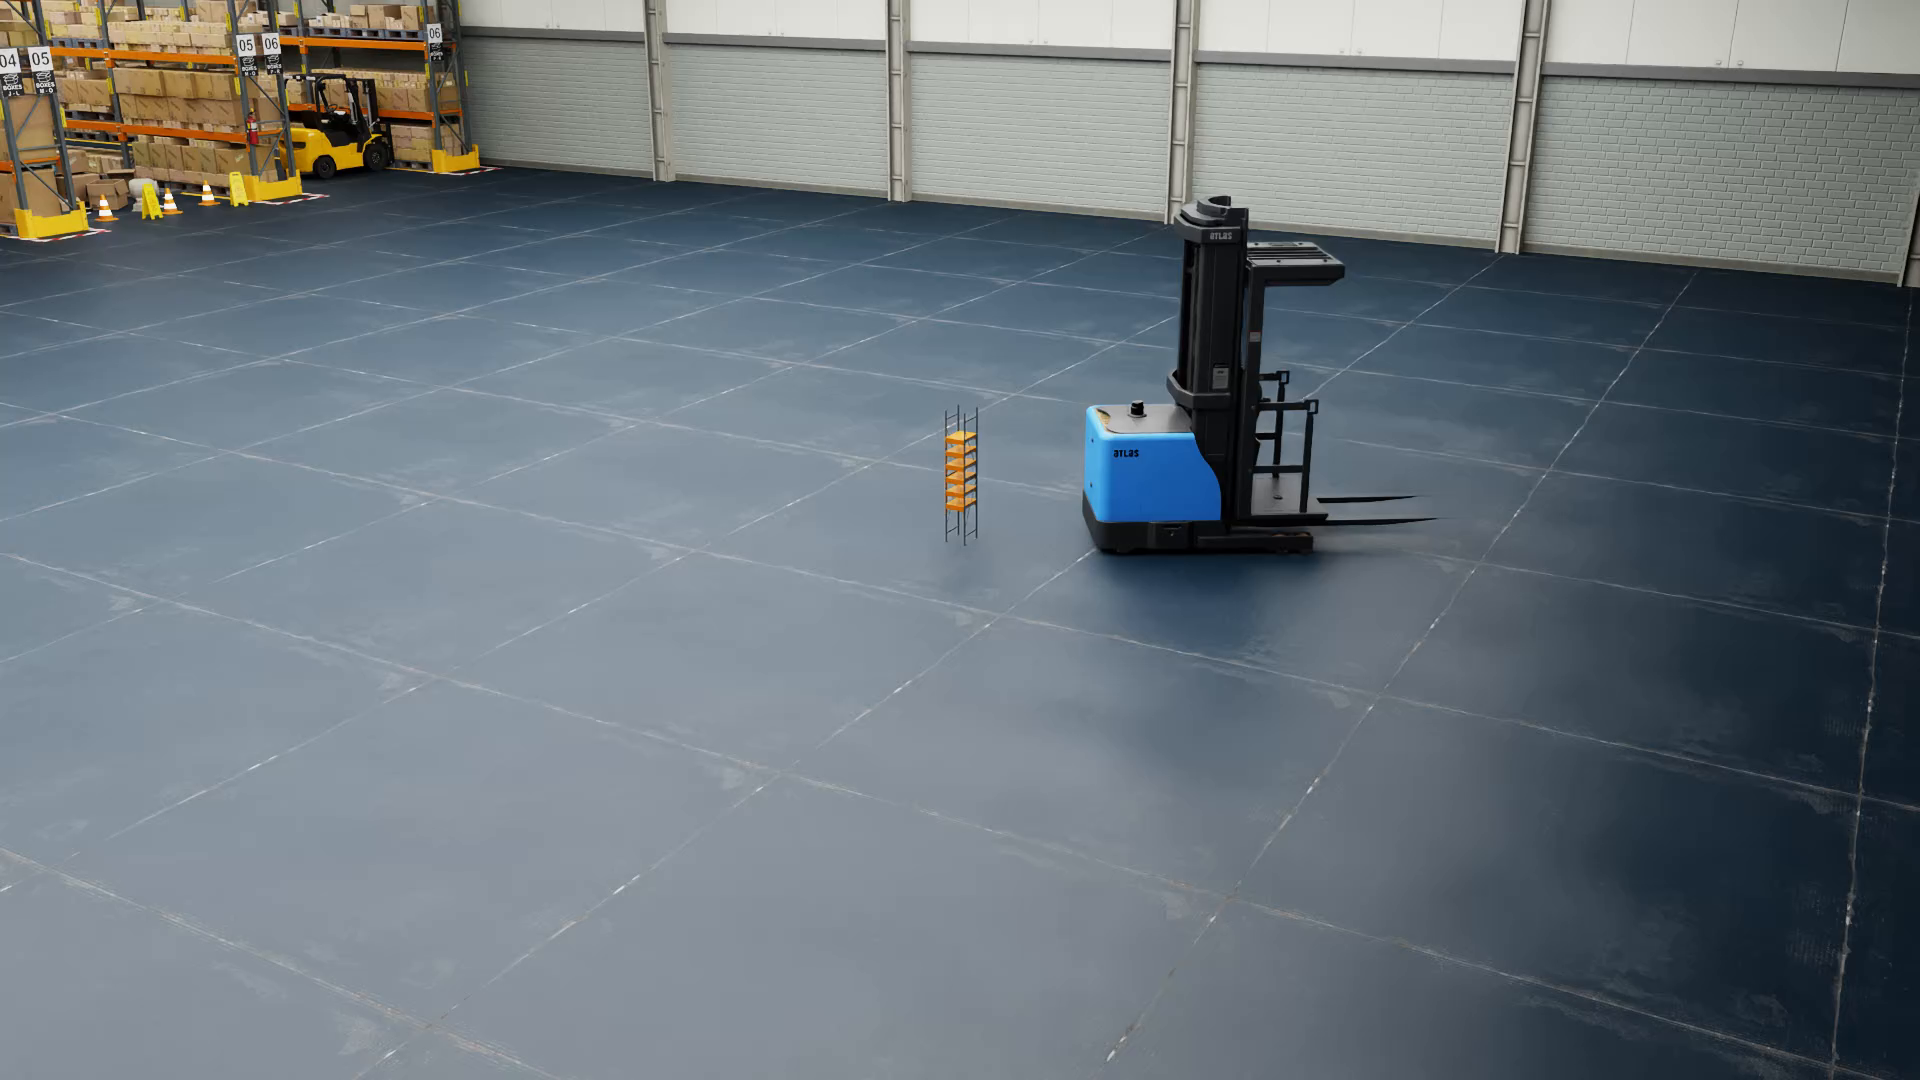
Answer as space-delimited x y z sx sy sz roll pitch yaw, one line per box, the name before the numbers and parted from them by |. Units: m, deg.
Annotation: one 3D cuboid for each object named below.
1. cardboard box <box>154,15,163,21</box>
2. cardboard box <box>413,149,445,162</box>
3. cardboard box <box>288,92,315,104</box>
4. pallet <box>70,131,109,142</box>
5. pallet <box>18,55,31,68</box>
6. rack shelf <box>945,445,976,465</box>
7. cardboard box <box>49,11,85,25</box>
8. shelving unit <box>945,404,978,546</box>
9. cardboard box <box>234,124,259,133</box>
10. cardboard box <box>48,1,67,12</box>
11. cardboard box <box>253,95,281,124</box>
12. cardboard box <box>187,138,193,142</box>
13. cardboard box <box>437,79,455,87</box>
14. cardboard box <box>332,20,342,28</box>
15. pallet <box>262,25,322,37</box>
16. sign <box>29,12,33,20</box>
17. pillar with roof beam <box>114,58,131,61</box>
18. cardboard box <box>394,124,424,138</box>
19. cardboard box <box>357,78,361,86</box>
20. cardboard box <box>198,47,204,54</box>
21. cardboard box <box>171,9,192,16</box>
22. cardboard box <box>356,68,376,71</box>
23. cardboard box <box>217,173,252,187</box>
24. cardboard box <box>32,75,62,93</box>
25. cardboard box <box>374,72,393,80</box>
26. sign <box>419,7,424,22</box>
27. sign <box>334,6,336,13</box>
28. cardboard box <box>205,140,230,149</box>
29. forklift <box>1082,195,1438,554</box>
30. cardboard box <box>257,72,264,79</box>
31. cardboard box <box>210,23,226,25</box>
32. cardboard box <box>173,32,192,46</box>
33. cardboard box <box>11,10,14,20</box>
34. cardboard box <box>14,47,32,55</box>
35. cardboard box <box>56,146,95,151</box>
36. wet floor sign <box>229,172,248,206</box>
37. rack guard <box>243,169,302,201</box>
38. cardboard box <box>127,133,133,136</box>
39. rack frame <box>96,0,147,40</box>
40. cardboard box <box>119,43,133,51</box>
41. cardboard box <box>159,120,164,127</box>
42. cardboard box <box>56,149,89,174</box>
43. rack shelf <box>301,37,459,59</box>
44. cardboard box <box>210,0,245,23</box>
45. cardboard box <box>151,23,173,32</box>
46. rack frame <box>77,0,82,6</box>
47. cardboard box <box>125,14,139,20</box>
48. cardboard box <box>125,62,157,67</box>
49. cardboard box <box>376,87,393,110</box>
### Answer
cardboard box | -19.601 -12.857 40.944 0.250 0.149 0.380 11 23 27
cardboard box | -12.082 -8.773 37.865 0.500 0.250 0.500 11 23 28
cardboard box | -15.577 -10.484 39.387 0.500 0.250 0.500 11 23 29
pallet | -22.593 -10.683 43.804 1.213 0.211 1.003 11 23 27
pallet | -16.914 -8.404 29.162 1.213 0.211 1.003 11 23 27
rack shelf | 0.013 -0.745 14.385 0.180 0.103 0.258 11 23 27
cardboard box | -18.897 -11.064 35.238 0.500 0.250 0.500 11 23 28
shelving unit | 0.013 -0.562 14.452 0.189 1.200 0.258 11 23 27
cardboard box | -14.366 -8.286 33.475 0.250 0.149 0.380 12 23 29
cardboard box | -22.999 -13.688 42.650 0.500 0.250 0.500 10 22 26
cardboard box | -14.214 -8.754 33.813 0.500 0.500 0.500 10 22 26
cardboard box | -16.335 -8.225 35.256 0.500 0.500 0.500 11 23 28
cardboard box | -11.687 -10.369 37.752 0.250 0.149 0.380 10 22 26
cardboard box | -14.095 -11.793 37.981 0.250 0.149 0.380 12 23 29
pallet | -15.786 -12.012 39.260 1.217 0.209 0.805 10 22 25
sign | -20.653 -11.550 36.948 0.005 0.325 0.100 11 23 27
pillar with roof beam | -24.262 -13.802 39.516 0.400 9.000 9.100 11 23 27
cardboard box | -12.521 -9.326 37.923 0.500 0.250 0.500 11 23 28
cardboard box | -13.756 -10.548 38.245 0.250 0.149 0.380 10 22 26
cardboard box | -15.020 -9.821 33.309 0.250 0.149 0.380 11 23 28
cardboard box | -18.946 -12.850 40.489 0.250 0.149 0.380 12 23 29
cardboard box | -13.898 -10.961 38.946 0.250 0.149 0.380 10 22 26
cardboard box | -14.793 -7.369 33.994 0.500 0.250 0.500 11 23 27
cardboard box | -19.714 -9.806 36.097 0.500 0.500 0.500 11 23 28
cardboard box | -13.096 -10.555 37.827 0.250 0.149 0.380 11 23 28
sign | -11.795 -11.514 36.423 0.005 0.325 0.100 11 23 27
sign | -14.741 -12.405 39.188 0.005 0.325 0.100 11 23 27
cardboard box | -15.115 -8.064 33.861 0.250 0.149 0.380 12 23 29
forklift | 2.649 -1.441 14.338 3.031 2.935 1.130 -1 20 -3
cardboard box | -16.816 -11.116 39.811 0.250 0.149 0.380 10 22 26
cardboard box | -15.008 -10.366 33.641 0.250 0.149 0.380 11 23 27
cardboard box | -15.407 -10.059 33.378 0.500 0.250 0.500 12 23 29
cardboard box | -24.778 -13.790 43.666 0.500 0.250 0.500 11 23 28
cardboard box | -16.404 -8.604 29.190 0.250 0.149 0.380 11 23 28
cardboard box | -19.783 -8.481 36.881 0.625 0.372 0.950 10 22 26
wet floor sign | -14.291 -6.949 32.872 0.267 0.644 0.232 -16 26 -38
rack guard | -14.002 -7.243 33.897 0.348 0.500 1.175 11 23 27
cardboard box | -21.212 -10.669 42.725 0.500 0.500 0.500 10 22 27
rack frame | -17.427 -11.891 34.247 0.127 3.000 1.000 11 23 27
cardboard box | -17.075 -10.177 34.289 0.250 0.149 0.380 11 23 27
cardboard box | -16.369 -8.657 34.497 0.250 0.149 0.380 11 23 27
cardboard box | -18.269 -7.717 34.092 0.500 0.500 0.500 11 23 27
rack shelf | -13.264 -11.288 38.039 4.000 0.370 1.077 11 23 27
cardboard box | -17.499 -12.669 39.880 0.500 0.500 0.700 10 22 26
cardboard box | -16.148 -10.388 33.701 0.250 0.149 0.380 10 22 26
rack frame | -21.994 -14.700 41.990 0.127 3.000 1.000 11 23 27
cardboard box | -20.573 -13.000 41.308 0.250 0.149 0.380 11 23 28
cardboard box | -20.544 -11.760 41.922 0.500 0.500 0.700 11 23 27
cardboard box | -12.971 -10.109 37.985 0.500 0.500 0.500 10 22 26
